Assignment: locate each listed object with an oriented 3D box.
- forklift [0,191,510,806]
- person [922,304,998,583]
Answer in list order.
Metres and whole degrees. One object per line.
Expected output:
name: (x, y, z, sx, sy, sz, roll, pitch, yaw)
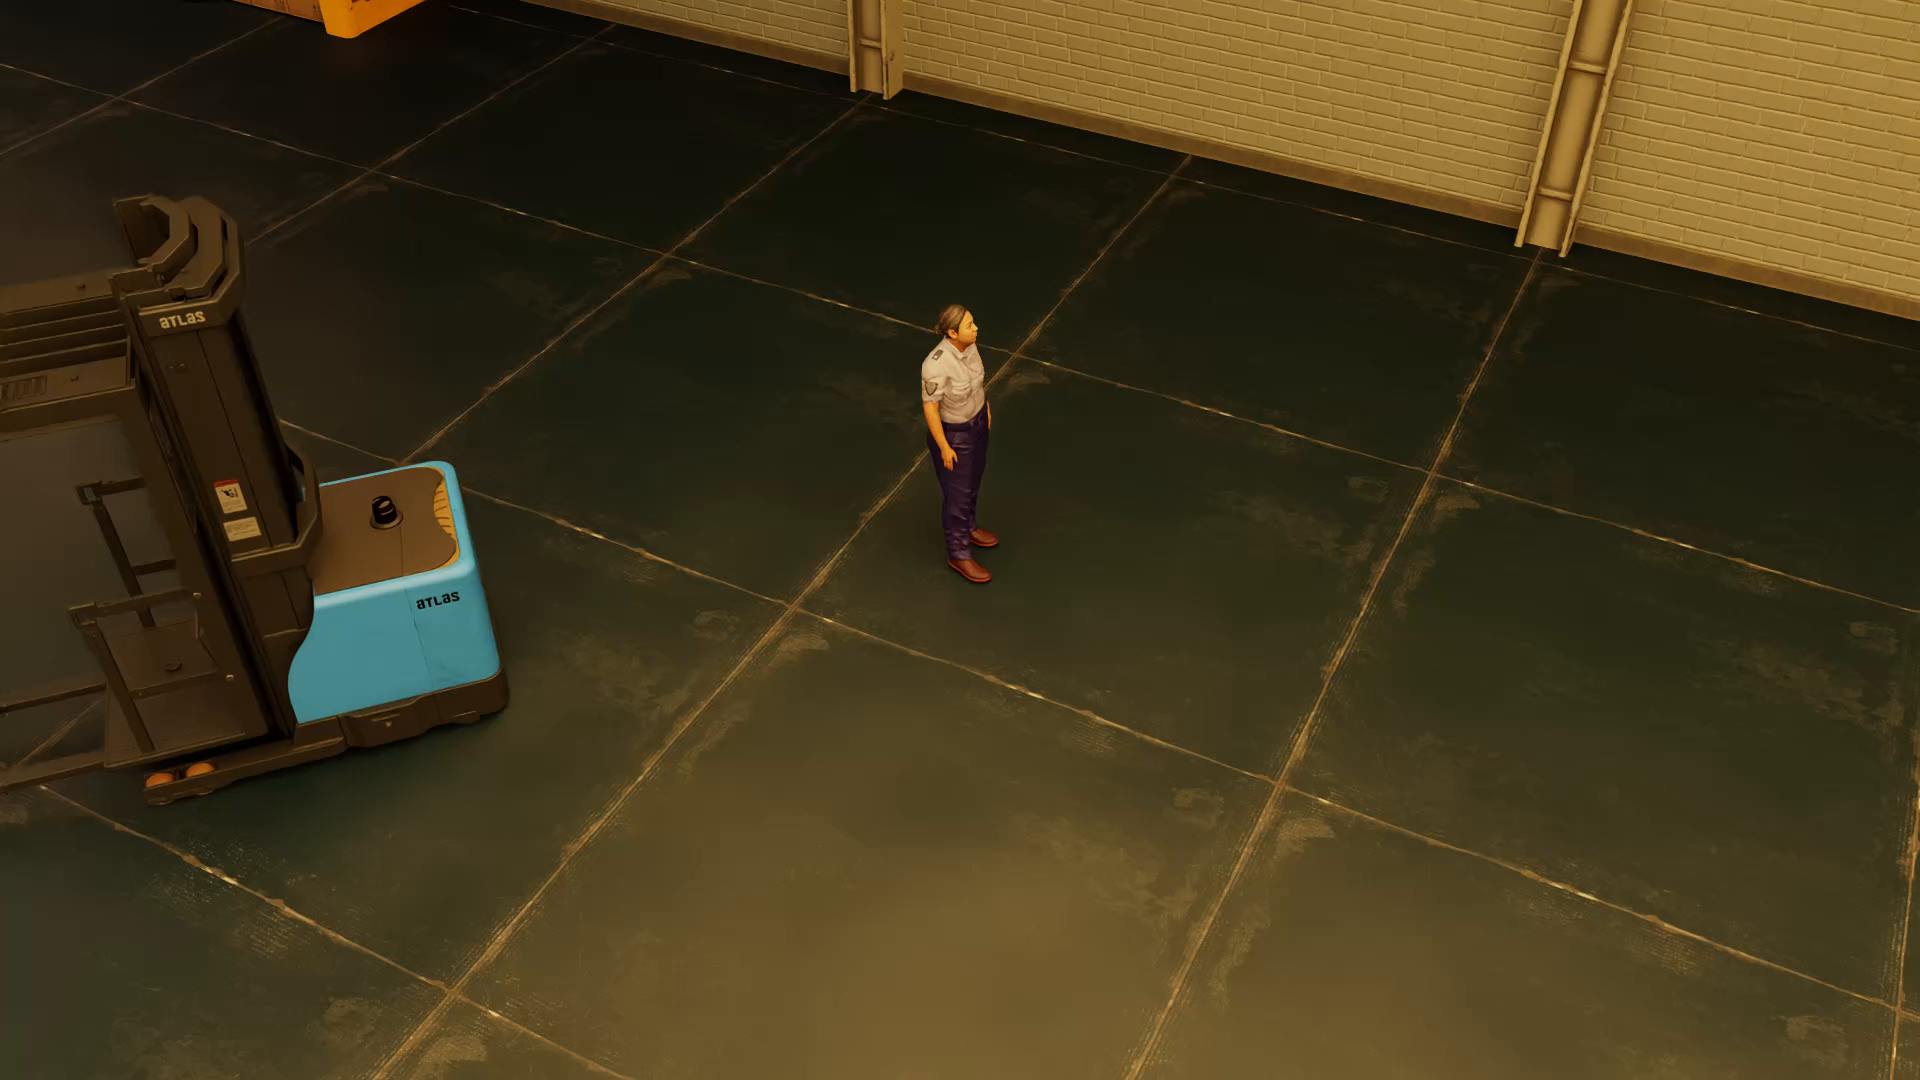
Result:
forklift: (-4.039, -0.136, 8.148, 3.031, 2.935, 1.130, -13, 42, -15)
person: (0.069, -0.596, 9.679, 0.502, 1.651, 0.598, 18, 43, 21)
